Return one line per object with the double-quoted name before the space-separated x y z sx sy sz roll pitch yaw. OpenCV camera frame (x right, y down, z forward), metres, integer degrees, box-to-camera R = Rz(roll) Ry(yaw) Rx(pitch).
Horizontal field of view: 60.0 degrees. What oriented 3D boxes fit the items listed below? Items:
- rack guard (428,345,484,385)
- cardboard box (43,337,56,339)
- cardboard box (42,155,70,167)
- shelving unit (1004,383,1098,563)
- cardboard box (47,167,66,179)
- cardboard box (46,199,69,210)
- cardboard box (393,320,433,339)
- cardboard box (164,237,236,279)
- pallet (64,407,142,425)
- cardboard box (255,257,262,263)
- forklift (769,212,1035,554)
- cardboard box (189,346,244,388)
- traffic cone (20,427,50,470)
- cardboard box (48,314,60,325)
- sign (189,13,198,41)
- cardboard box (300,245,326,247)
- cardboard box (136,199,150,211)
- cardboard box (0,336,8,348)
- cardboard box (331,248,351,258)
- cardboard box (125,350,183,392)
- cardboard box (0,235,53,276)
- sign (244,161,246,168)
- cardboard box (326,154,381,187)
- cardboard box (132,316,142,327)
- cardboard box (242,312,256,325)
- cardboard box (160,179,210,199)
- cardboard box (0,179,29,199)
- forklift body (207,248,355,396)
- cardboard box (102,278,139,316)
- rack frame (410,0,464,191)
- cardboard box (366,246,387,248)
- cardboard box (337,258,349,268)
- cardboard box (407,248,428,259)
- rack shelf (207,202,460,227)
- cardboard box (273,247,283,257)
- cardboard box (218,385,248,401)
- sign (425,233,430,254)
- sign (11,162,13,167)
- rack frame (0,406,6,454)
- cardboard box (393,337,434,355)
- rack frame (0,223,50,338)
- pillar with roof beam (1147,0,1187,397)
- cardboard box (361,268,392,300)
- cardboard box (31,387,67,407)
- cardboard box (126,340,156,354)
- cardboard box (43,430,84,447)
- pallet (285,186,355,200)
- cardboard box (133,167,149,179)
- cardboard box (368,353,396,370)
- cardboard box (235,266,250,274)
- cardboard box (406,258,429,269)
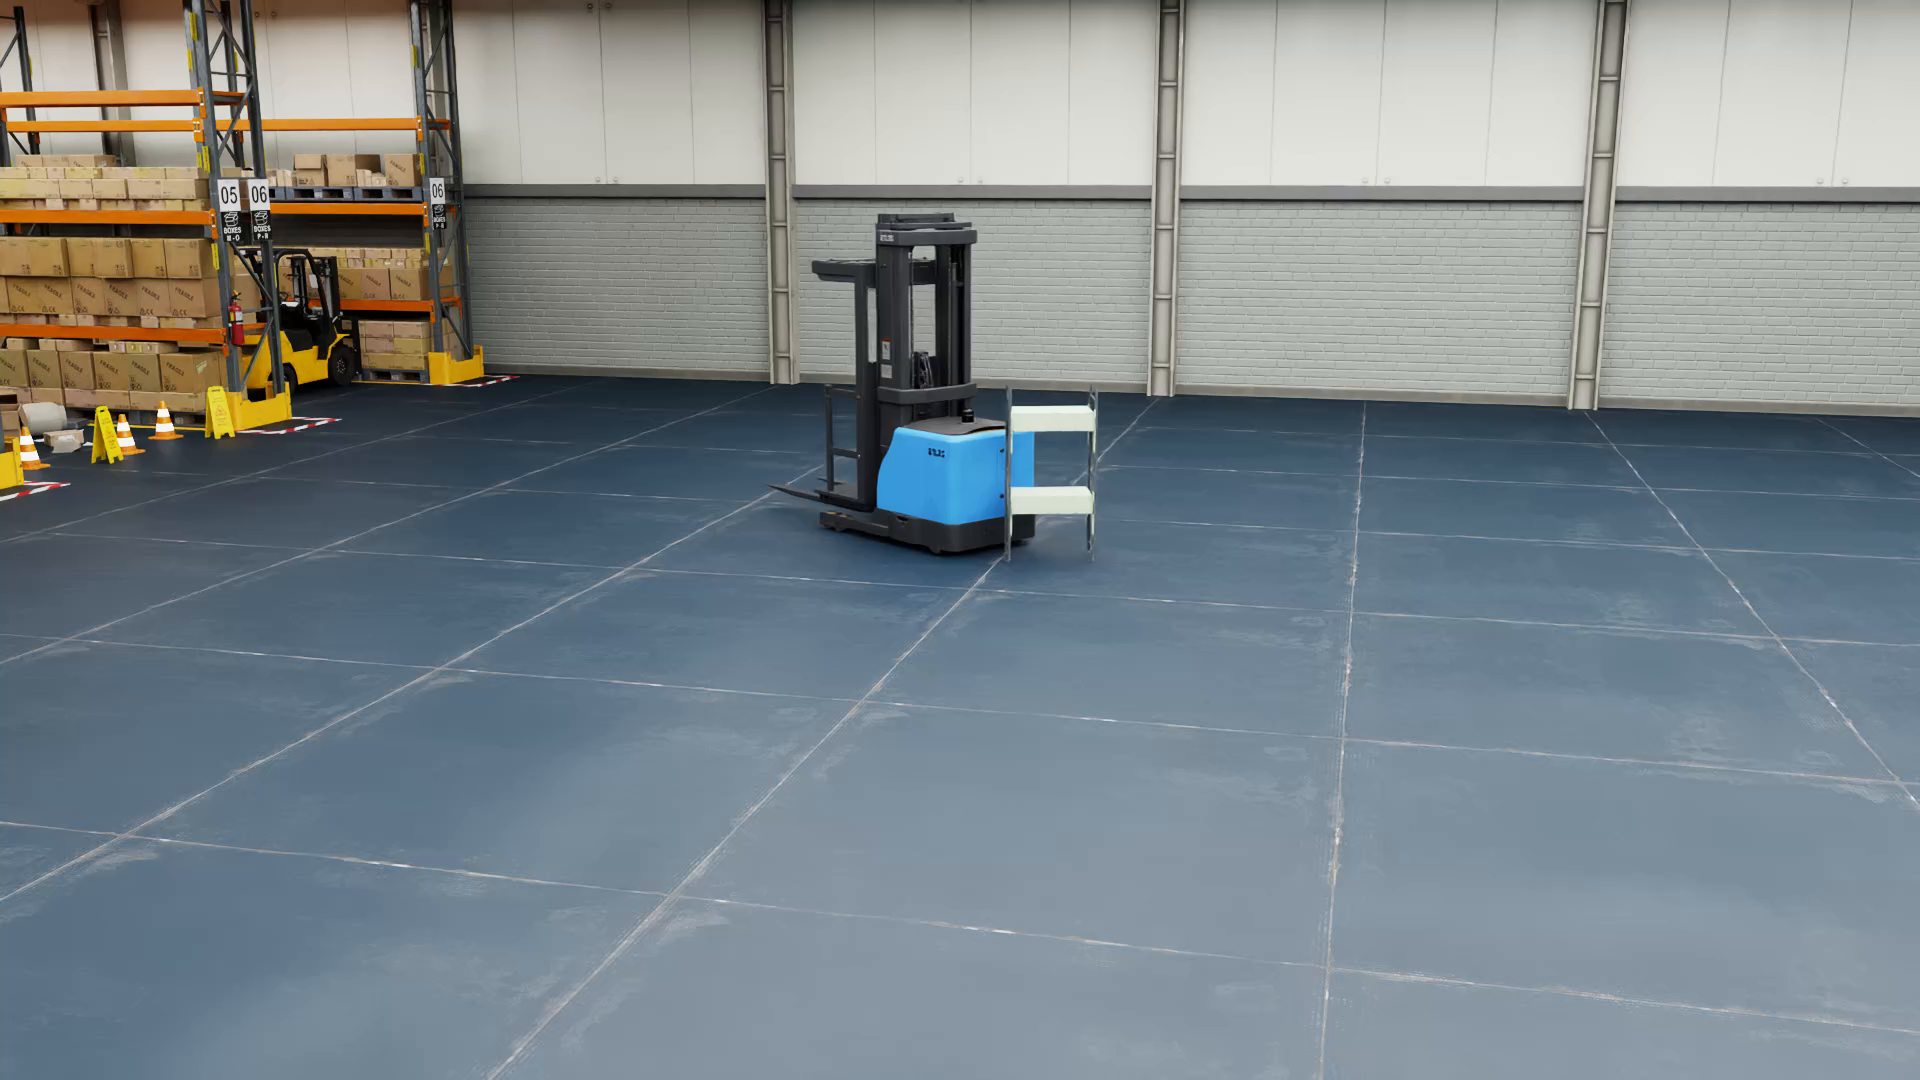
"rack guard" -8.129 -2.833 26.848 0.348 0.500 1.175 3 13 14
"cardboard box" -15.317 -3.480 28.507 0.625 0.625 0.875 3 13 15
"cardboard box" -14.760 -6.143 27.639 0.500 0.500 0.700 3 13 12
"shelving unit" 0.781 -0.585 14.407 0.755 1.500 0.431 -1 13 -3
"cardboard box" -11.716 -4.808 21.794 0.250 0.149 0.380 3 13 13
"cardboard box" -11.747 -4.407 21.826 0.250 0.149 0.380 3 13 12
"cardboard box" -8.674 -3.364 26.539 0.500 0.250 0.500 4 13 15
"cardboard box" -9.886 -3.673 21.639 0.500 0.500 0.700 3 13 12
"pallet" -11.373 -1.766 22.708 1.213 0.211 1.003 3 13 14
"cardboard box" -11.278 -4.535 27.020 0.250 0.149 0.380 3 13 13
"forklift" -0.672 -1.568 15.536 1.130 2.935 3.031 -11 17 -40
"cardboard box" -10.078 -2.340 22.505 0.500 0.500 0.500 3 13 12
"traffic cone" -10.601 -1.052 18.907 0.334 0.463 0.336 3 13 14
"cardboard box" -11.971 -2.975 22.296 0.250 0.149 0.380 3 13 13
"sign" -9.490 -6.357 20.588 0.005 0.325 0.100 3 13 14
"cardboard box" -10.654 -4.770 27.391 0.250 0.149 0.380 3 13 13
"cardboard box" -10.480 -4.366 21.642 0.250 0.149 0.380 3 13 14
"cardboard box" -16.381 -3.431 28.575 0.500 0.500 0.500 3 13 15
"cardboard box" -9.814 -4.585 26.558 0.250 0.149 0.380 3 13 15
"cardboard box" -10.686 -2.252 22.108 0.500 0.500 0.500 4 13 16
"cardboard box" -12.355 -3.801 22.213 0.500 0.500 0.700 3 13 14
"sign" -11.904 -6.134 27.656 0.005 0.325 0.100 3 13 14
"cardboard box" -9.611 -5.867 26.398 0.500 0.500 0.700 3 13 14
"cardboard box" -10.741 -2.920 22.049 0.250 0.149 0.380 3 13 14
"cardboard box" -9.618 -2.949 22.181 0.250 0.149 0.380 3 13 14
"cardboard box" -9.899 -4.517 21.401 0.500 0.250 0.500 3 13 13
"cardboard box" -12.357 -4.649 21.998 0.500 0.250 0.500 3 13 13
"forklift body" -10.430 -3.355 25.390 1.214 2.155 2.313 3 13 14
"cardboard box" -10.901 -3.228 21.942 0.500 0.500 0.500 3 13 13
"rack frame" -8.152 -6.983 25.934 0.127 3.000 1.000 3 13 14
"cardboard box" -9.431 -4.683 27.002 0.250 0.149 0.380 3 13 15
"cardboard box" -9.807 -4.441 26.595 0.250 0.149 0.380 3 13 14
"cardboard box" -8.550 -4.540 26.354 0.250 0.149 0.380 3 13 14
"rack shelf" -10.094 -5.272 26.804 4.000 0.370 1.077 3 13 14
"cardboard box" -11.047 -4.653 26.866 0.250 0.149 0.380 3 13 15
"cardboard box" -10.055 -1.973 22.581 0.500 0.250 0.500 3 13 13
"sign" -8.296 -4.622 25.921 0.005 0.325 0.100 3 13 14
"sign" -13.099 -5.049 22.949 0.005 0.325 0.100 3 13 14
"rack frame" -10.426 -1.964 17.162 0.127 3.000 1.000 3 13 14
"cardboard box" -8.700 -3.121 26.599 0.500 0.250 0.500 3 13 13
"rack frame" -15.919 -4.470 28.455 0.127 3.000 1.000 3 13 14
"pillar with roof beam" 2.007 -5.681 20.063 0.400 9.000 9.100 3 13 14
"cardboard box" -9.194 -4.103 26.569 0.500 0.500 0.500 3 13 15
"cardboard box" -12.192 -1.968 22.558 0.500 0.250 0.500 4 13 17
"cardboard box" -10.794 -2.561 22.003 0.250 0.149 0.380 3 13 14
"cardboard box" -11.094 -1.262 20.578 0.250 0.149 0.380 12 17 43
"pallet" -10.021 -5.581 26.741 1.213 0.211 1.003 3 13 14
"cardboard box" -10.464 -4.752 21.540 0.250 0.149 0.380 3 13 14
"cardboard box" -9.165 -2.903 26.771 0.500 0.250 0.500 3 13 14
"cardboard box" -11.667 -4.233 27.157 0.500 0.500 0.500 3 13 12
"cardboard box" -8.556 -4.379 26.318 0.250 0.149 0.380 3 13 14
